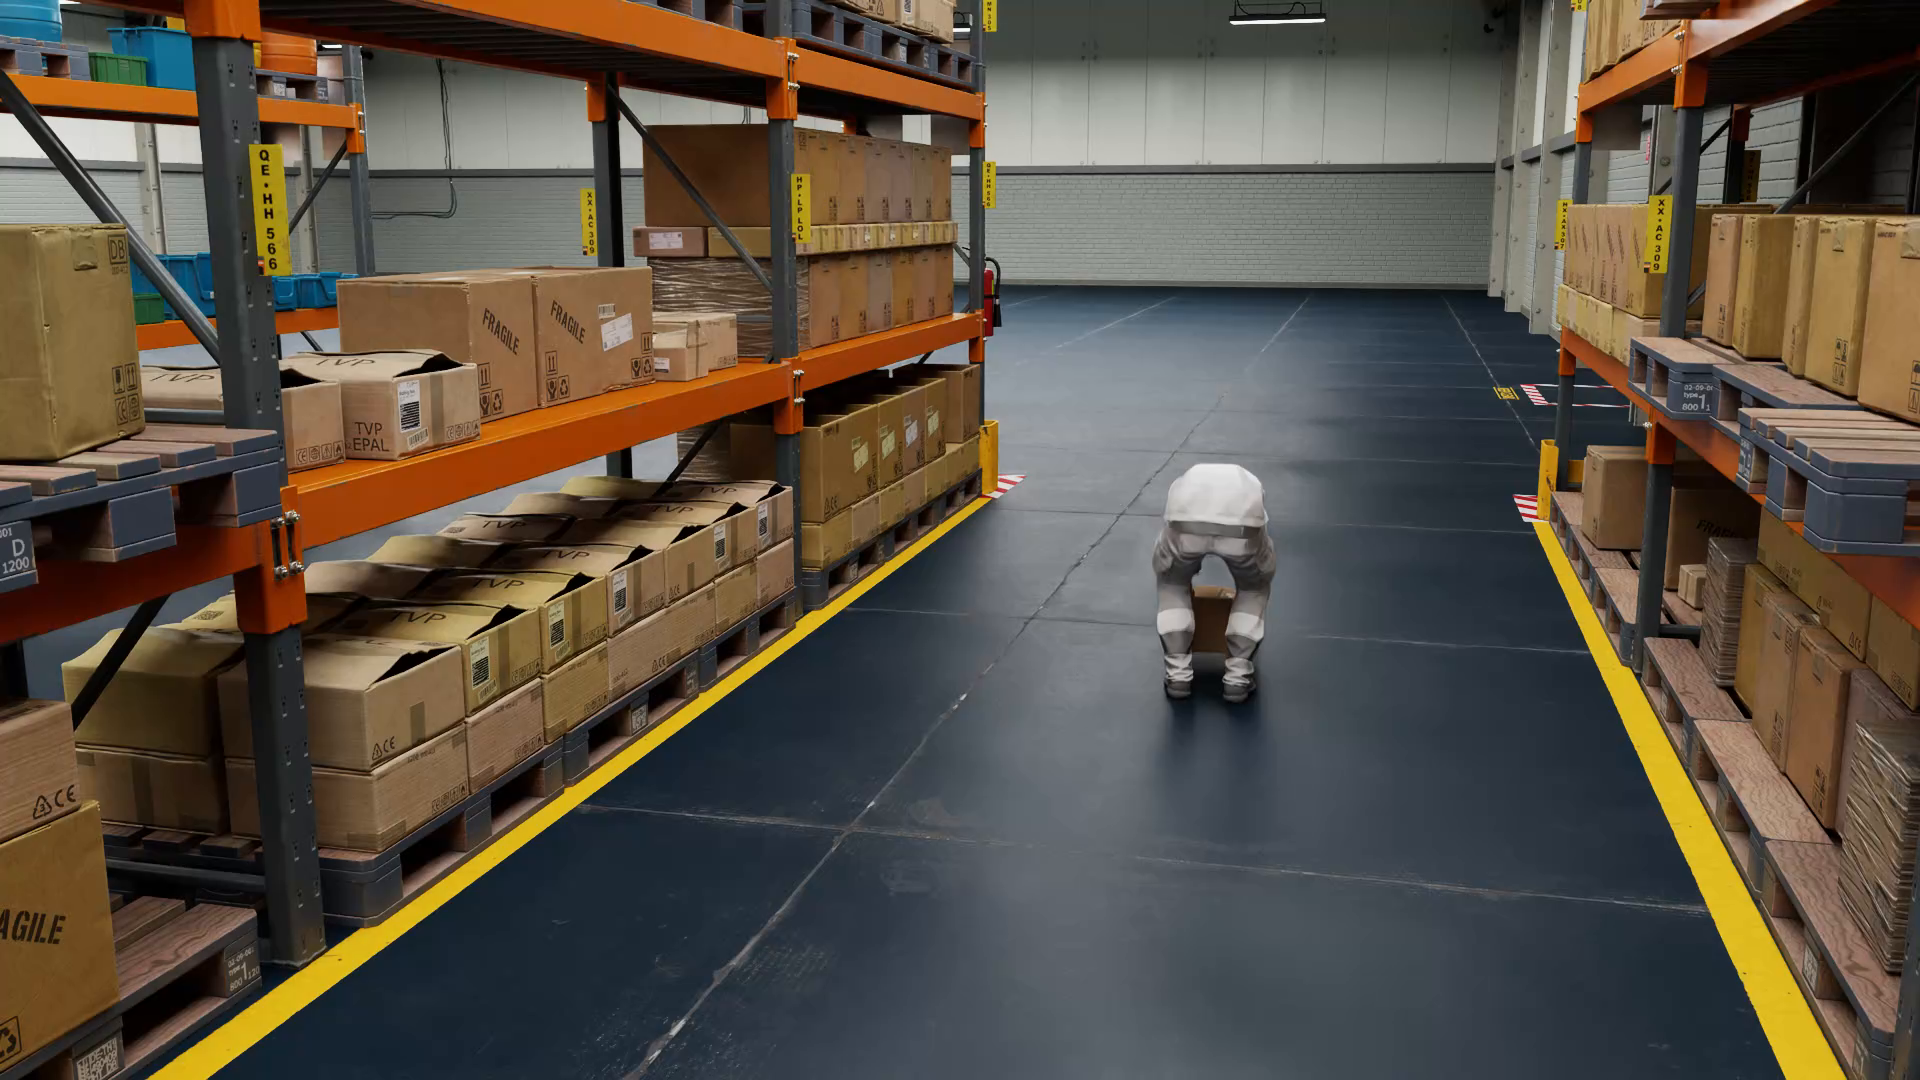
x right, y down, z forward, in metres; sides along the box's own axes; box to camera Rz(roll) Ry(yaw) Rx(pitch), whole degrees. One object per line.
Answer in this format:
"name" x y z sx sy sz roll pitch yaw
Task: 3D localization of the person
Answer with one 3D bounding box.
"person" 1.103 0.133 7.220 0.528 0.997 0.950 2 12 11
